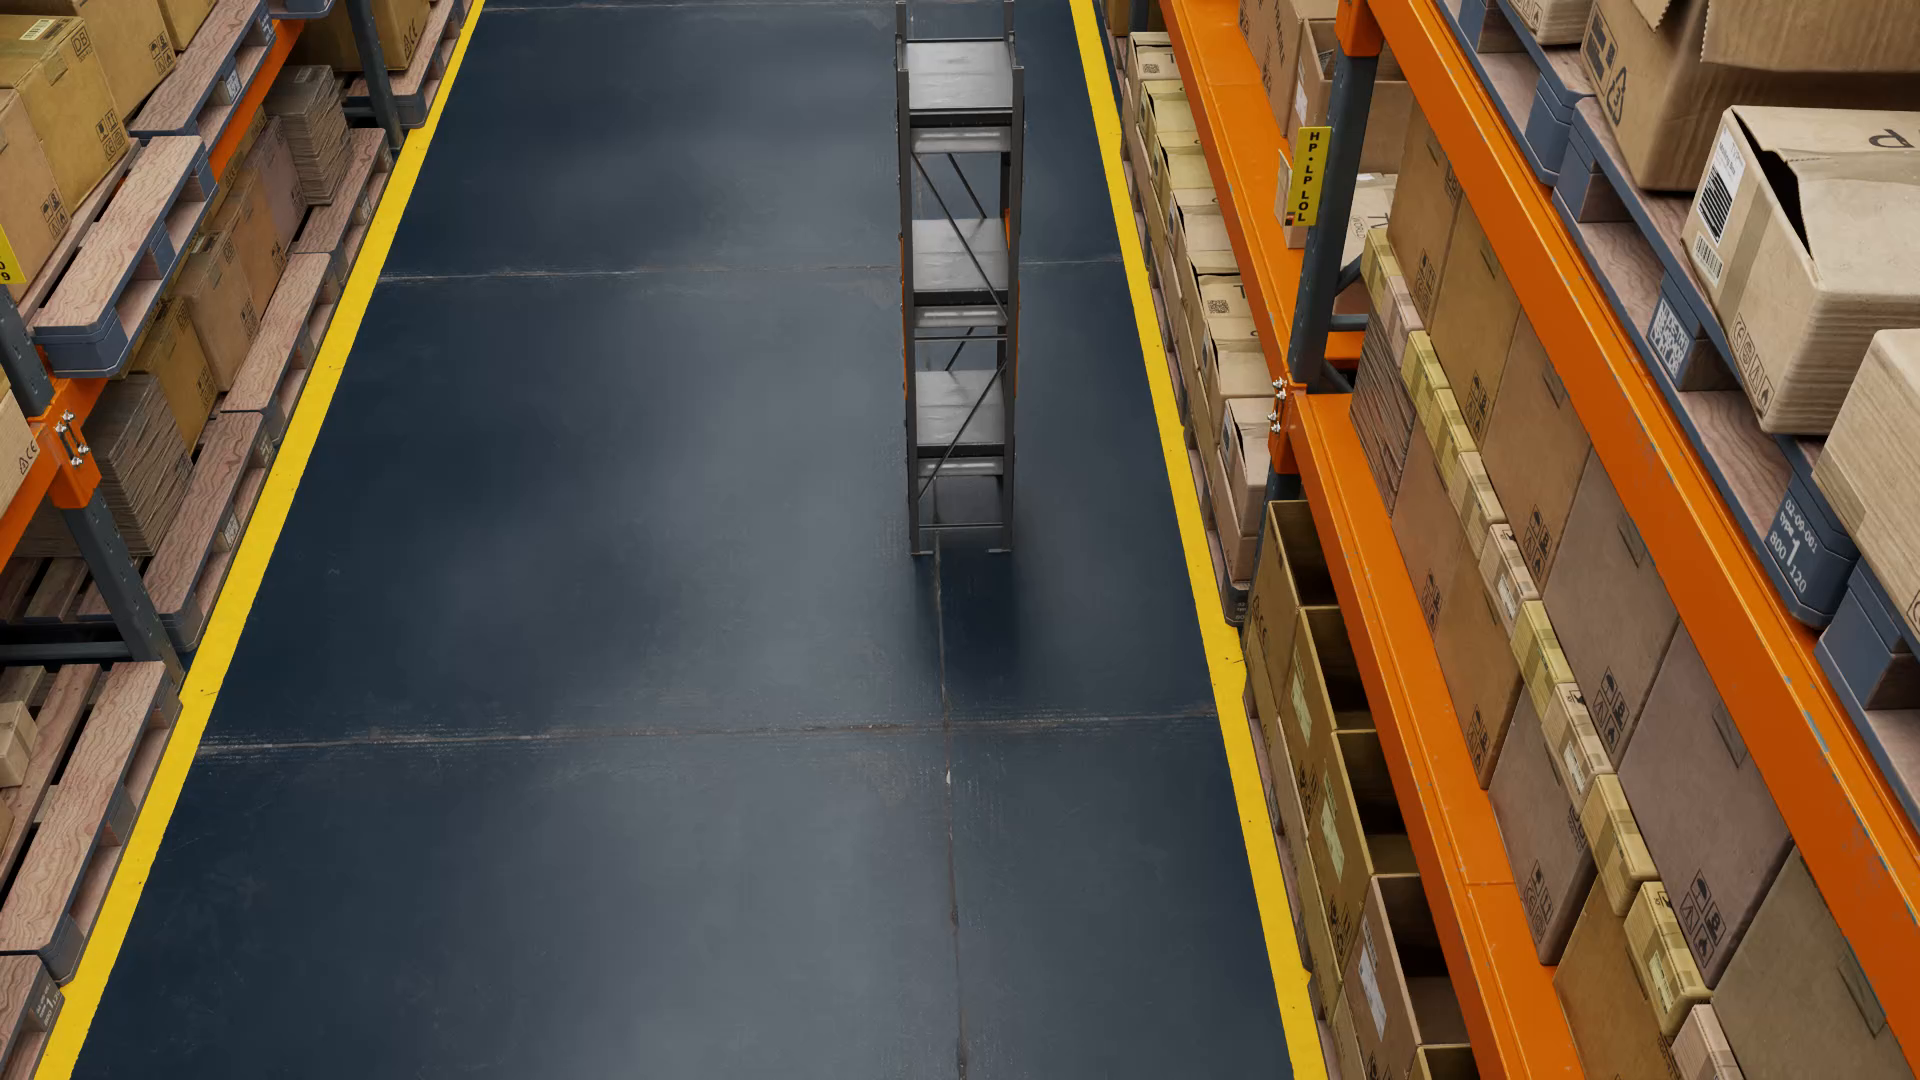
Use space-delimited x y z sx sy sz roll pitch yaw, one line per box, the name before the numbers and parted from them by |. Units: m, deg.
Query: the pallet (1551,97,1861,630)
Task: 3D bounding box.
pallet | 1.679 -0.368 2.778 1.003 0.211 1.213 -2 43 -2

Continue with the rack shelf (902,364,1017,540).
rack shelf | -0.007 -0.360 6.645 0.431 0.518 0.480 -2 43 -2

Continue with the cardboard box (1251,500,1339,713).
cardboard box | 1.275 0.212 5.467 0.500 0.500 0.500 -2 43 -2

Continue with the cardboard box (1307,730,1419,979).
cardboard box | 1.317 0.888 4.731 0.500 0.500 0.500 -2 43 -2

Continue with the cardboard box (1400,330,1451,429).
cardboard box | 1.409 -0.437 4.453 0.380 0.149 0.250 -3 43 -3

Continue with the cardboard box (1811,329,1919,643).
cardboard box | 1.425 -0.018 2.027 0.500 0.250 0.500 -2 43 -2

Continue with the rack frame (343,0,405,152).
rack frame | -3.551 -3.248 8.073 1.000 3.000 0.127 -2 43 -2

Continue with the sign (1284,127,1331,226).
sign | 1.026 -1.067 4.896 0.100 0.325 0.005 -2 43 -2

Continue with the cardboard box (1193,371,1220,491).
cardboard box | 1.241 -0.446 6.741 0.500 0.250 0.500 -2 43 -2

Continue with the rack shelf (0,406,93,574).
rack shelf | -3.296 1.068 3.897 1.077 0.370 4.000 -2 43 -2

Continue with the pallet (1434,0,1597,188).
pallet | 1.630 -1.190 3.674 1.003 0.211 1.213 -2 43 -2

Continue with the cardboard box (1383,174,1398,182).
cardboard box | 1.734 -1.203 6.029 0.380 0.149 0.250 -2 43 -2

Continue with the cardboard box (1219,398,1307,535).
cardboard box | 1.264 -0.305 6.172 0.500 0.311 0.500 -2 43 -2

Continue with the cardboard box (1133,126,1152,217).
cardboard box | 1.149 -1.832 8.253 0.500 0.250 0.500 -3 43 -3

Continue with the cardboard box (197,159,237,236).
cardboard box | -3.480 -1.547 7.187 0.500 0.250 0.500 -2 43 -2

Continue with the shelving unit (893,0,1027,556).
shelving unit | -0.007 -0.886 6.162 0.431 2.100 0.503 -2 43 -2

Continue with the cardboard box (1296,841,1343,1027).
cardboard box | 1.317 1.164 4.984 0.500 0.250 0.500 -2 43 -2

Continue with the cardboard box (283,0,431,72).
cardboard box | -3.451 -3.110 9.203 0.750 0.750 0.750 -2 43 -2

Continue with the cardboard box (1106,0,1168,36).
cardboard box | 1.124 -3.258 9.608 0.500 0.500 0.500 0 43 0

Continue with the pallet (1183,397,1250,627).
pallet | 1.498 -0.160 6.769 1.003 0.211 1.213 -2 43 -2

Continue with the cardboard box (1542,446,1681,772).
cardboard box | 1.657 0.109 3.377 0.700 0.500 0.500 -2 43 -2

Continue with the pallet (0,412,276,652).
pallet | -3.416 -0.045 6.643 1.003 0.211 1.213 -2 43 -2

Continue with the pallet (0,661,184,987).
pallet | -3.317 0.933 5.576 1.003 0.211 1.213 -2 43 -2

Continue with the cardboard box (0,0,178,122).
cardboard box | -3.444 -1.912 6.216 0.700 0.500 0.500 4 43 4

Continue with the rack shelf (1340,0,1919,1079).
rack shelf | 1.653 -0.182 3.041 1.077 0.370 4.000 -2 43 -2

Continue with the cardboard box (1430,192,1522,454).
cardboard box | 1.616 -0.567 4.114 0.700 0.500 0.500 -2 43 -2

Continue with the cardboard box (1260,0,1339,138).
cardboard box | 1.508 -1.941 6.574 0.500 0.500 0.500 -2 43 -2

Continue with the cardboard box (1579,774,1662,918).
cardboard box | 1.475 0.606 3.315 0.380 0.149 0.250 -1 43 -1

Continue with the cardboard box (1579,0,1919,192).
cardboard box | 1.512 -0.927 2.830 0.797 0.503 0.637 3 43 3

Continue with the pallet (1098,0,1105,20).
pallet | 1.355 -3.691 10.621 1.003 0.211 1.213 -2 43 -2

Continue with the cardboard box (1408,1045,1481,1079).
cardboard box | 1.361 1.563 3.994 0.500 0.500 0.500 -2 43 -2

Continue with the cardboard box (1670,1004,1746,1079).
cardboard box | 1.499 0.961 2.928 0.380 0.149 0.250 -1 43 -1

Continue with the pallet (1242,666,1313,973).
pallet | 1.560 0.874 5.640 1.003 0.211 1.213 -2 43 -2

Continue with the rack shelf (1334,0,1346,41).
rack shelf | 1.483 -2.883 5.987 1.077 0.370 4.000 -2 43 -2

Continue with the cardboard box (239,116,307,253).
cardboard box | -3.563 -1.653 7.857 0.700 0.500 0.500 -2 43 -2

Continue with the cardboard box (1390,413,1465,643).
cardboard box | 1.622 -0.074 4.536 0.700 0.500 0.500 -2 43 -2

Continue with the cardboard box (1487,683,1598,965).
cardboard box | 1.662 0.611 3.789 0.700 0.500 0.500 0 43 -1

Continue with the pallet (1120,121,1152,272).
pallet | 1.394 -1.807 8.566 1.003 0.211 1.213 -2 43 -2

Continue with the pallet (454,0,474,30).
pallet | -3.558 -3.576 10.495 1.003 0.211 1.213 -2 43 -2

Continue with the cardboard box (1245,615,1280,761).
cardboard box | 1.285 0.489 5.721 0.500 0.250 0.500 -2 43 -2

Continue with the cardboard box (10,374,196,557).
cardboard box | -3.429 -0.284 6.365 0.700 0.500 0.500 0 43 0

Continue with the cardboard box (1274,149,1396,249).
cardboard box | 1.347 -1.231 5.972 0.396 0.266 0.258 -3 43 -3

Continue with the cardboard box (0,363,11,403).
cardboard box | -3.052 -0.465 4.579 0.500 0.500 0.500 -2 43 -2

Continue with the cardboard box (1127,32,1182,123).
cardboard box | 1.127 -2.378 8.434 0.500 0.311 0.500 0 43 0

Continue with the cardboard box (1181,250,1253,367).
cardboard box | 1.217 -0.993 6.923 0.500 0.311 0.500 -2 43 -2

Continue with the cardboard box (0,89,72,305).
cardboard box | -3.369 -1.091 5.321 0.700 0.500 0.500 -2 43 -2

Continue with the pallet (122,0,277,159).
pallet | -3.426 -1.842 6.681 1.003 0.211 1.213 -2 43 -2

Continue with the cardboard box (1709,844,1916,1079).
cardboard box | 1.701 0.787 2.637 0.700 0.500 0.500 -3 43 -3

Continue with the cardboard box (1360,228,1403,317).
cardboard box | 1.386 -0.781 4.828 0.380 0.149 0.250 -2 43 -2

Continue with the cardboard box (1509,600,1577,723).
cardboard box | 1.455 0.265 3.687 0.380 0.149 0.250 -2 43 -2

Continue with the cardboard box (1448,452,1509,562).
cardboard box | 1.430 -0.091 4.076 0.380 0.149 0.250 -3 43 -3

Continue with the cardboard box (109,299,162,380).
cardboard box | -3.451 -0.858 6.436 0.500 0.250 0.500 -2 43 -3

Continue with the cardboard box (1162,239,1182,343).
cardboard box | 1.199 -1.135 7.493 0.500 0.250 0.500 -1 43 -1

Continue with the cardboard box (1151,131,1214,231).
cardboard box | 1.177 -1.679 7.671 0.500 0.311 0.500 -3 43 -3

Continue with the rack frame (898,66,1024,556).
rack frame | 0.003 -0.721 5.983 0.400 2.100 0.015 -2 43 -2

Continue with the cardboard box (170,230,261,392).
cardboard box | -3.482 -0.977 7.121 0.700 0.500 0.500 -1 43 -1

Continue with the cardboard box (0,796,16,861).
cardboard box | -3.297 0.912 5.060 0.500 0.500 0.500 -5 43 -5

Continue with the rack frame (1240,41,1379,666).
rack frame | 1.568 -0.692 5.285 1.000 3.000 0.127 -2 43 -2
